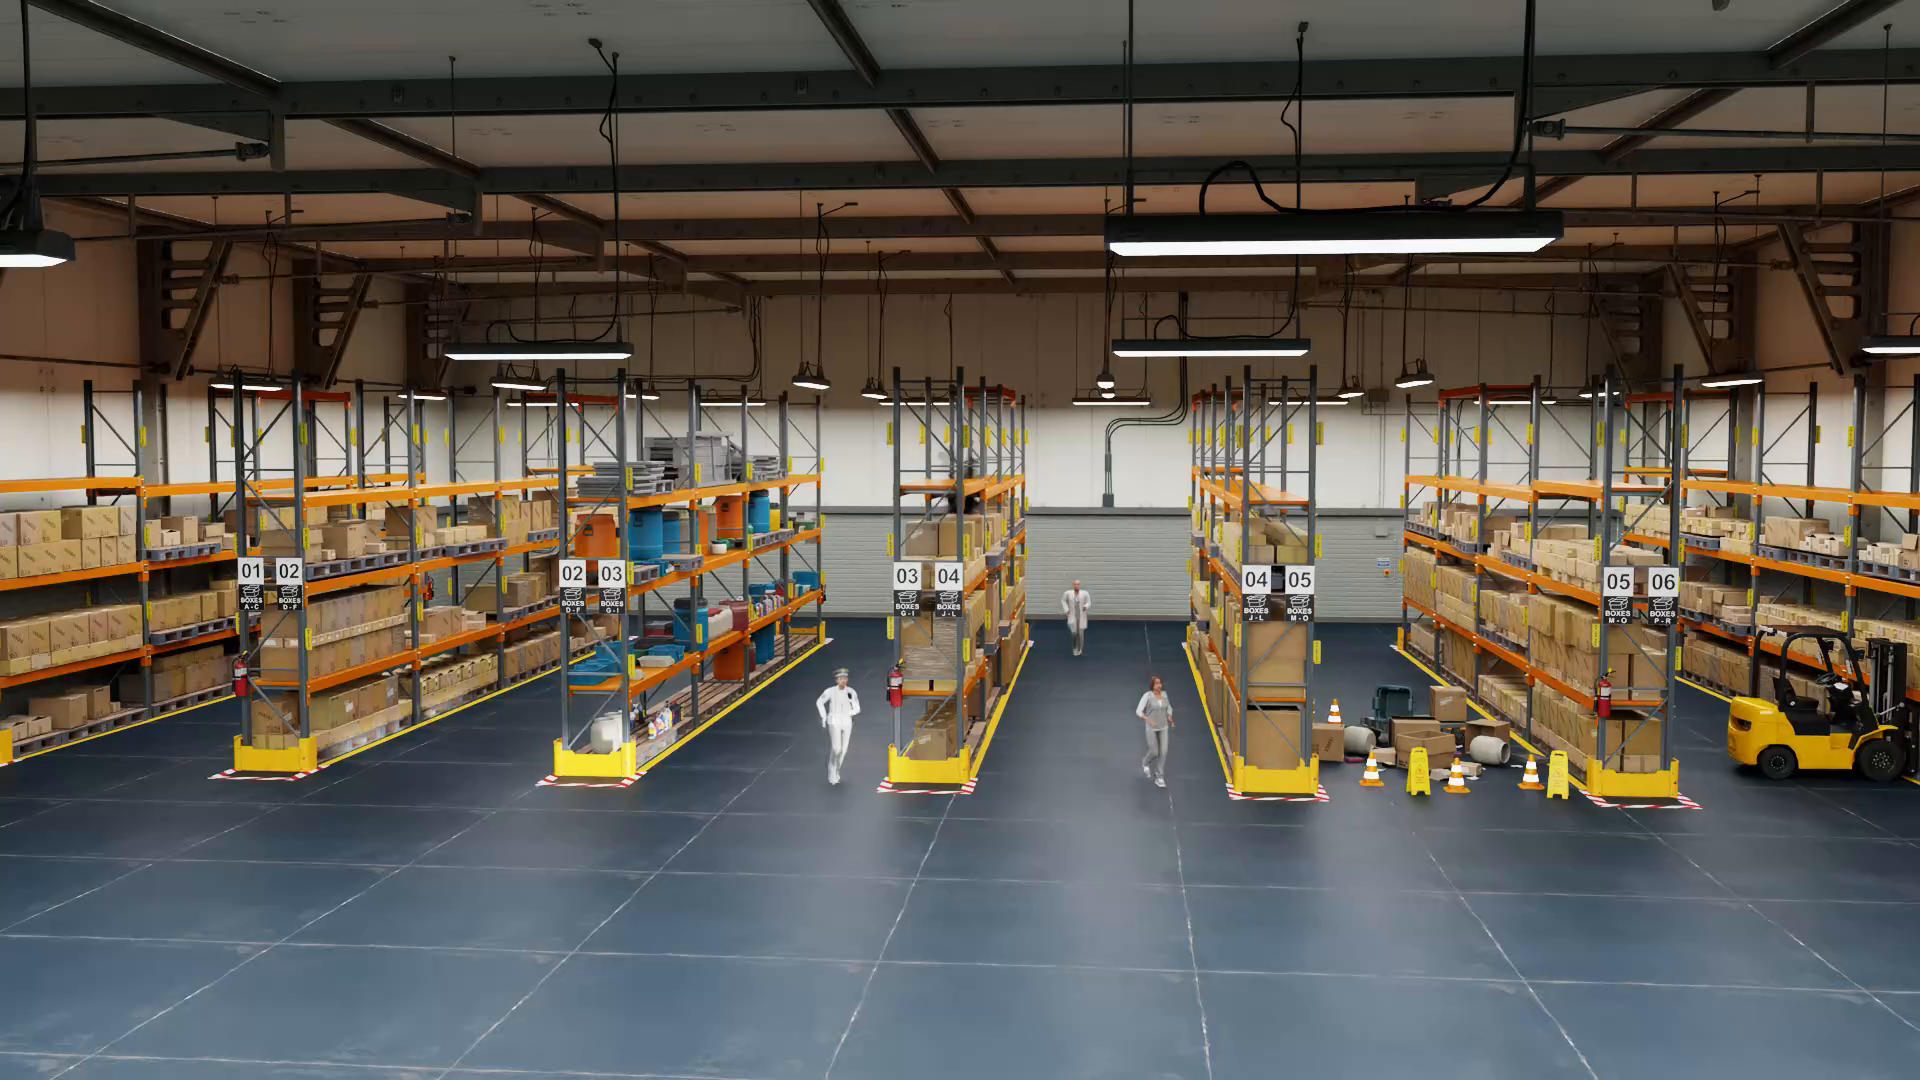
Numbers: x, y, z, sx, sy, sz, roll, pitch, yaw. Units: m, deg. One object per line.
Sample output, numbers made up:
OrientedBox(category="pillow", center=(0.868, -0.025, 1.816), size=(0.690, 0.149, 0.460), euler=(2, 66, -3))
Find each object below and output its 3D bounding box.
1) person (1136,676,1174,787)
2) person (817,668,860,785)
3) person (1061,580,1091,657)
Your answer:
OrientedBox(category="person", center=(2.819, 2.735, 23.943), size=(0.566, 1.571, 0.575), euler=(-1, 4, -17))
OrientedBox(category="person", center=(-1.726, 2.678, 23.951), size=(0.584, 1.672, 0.626), euler=(-1, 4, -19))
OrientedBox(category="person", center=(2.663, 1.787, 37.948), size=(0.653, 1.769, 0.823), euler=(0, 4, -3))
